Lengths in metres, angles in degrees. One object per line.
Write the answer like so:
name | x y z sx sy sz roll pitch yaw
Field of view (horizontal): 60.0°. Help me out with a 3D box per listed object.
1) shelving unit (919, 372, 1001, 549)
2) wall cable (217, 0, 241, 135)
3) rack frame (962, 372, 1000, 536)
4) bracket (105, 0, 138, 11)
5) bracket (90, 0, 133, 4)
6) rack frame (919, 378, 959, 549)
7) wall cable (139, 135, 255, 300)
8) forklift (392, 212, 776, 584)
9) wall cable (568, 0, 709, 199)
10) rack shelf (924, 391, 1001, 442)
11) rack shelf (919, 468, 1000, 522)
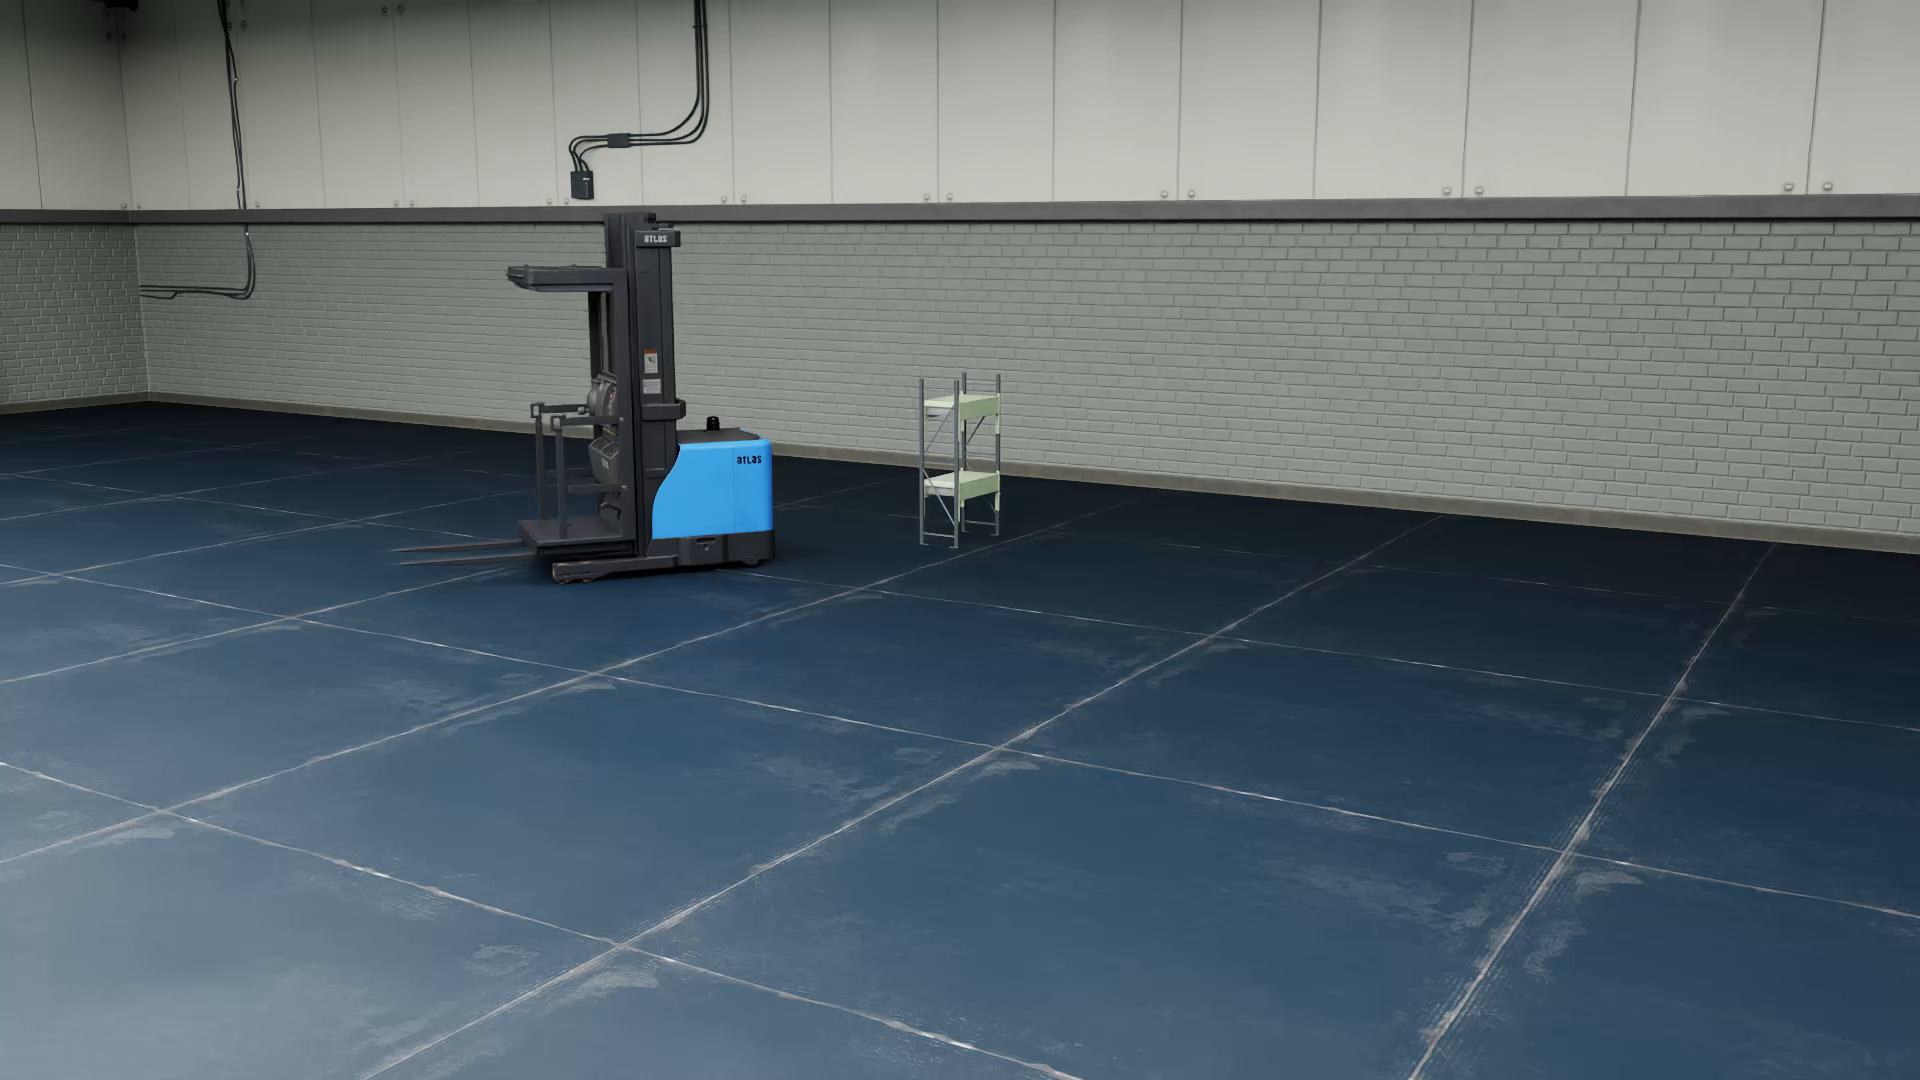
shelving unit | 0.003 -0.738 15.118 0.431 1.500 0.755 6 12 31
wall cable | -9.926 -7.295 24.474 3.097 2.526 0.112 6 12 31
rack frame | 0.193 -0.796 15.425 0.400 1.500 0.023 6 12 31
bracket | -13.148 -8.433 26.061 0.235 0.232 0.430 6 12 31
bracket | -13.455 -8.341 25.565 0.076 0.066 3.189 6 12 31
rack frame | -0.187 -0.681 14.810 0.400 1.500 0.023 6 12 31
wall cable | -12.238 -5.071 26.320 3.097 2.526 0.112 6 12 31
forklift | -3.130 -1.198 13.683 3.031 2.935 1.130 -5 12 -23
wall cable | -4.132 -7.359 20.863 2.305 6.003 0.169 6 12 31
rack shelf | 0.003 -1.122 15.046 0.431 0.370 0.720 6 12 31
rack shelf | 0.003 -0.418 15.178 0.431 0.370 0.720 6 12 31
